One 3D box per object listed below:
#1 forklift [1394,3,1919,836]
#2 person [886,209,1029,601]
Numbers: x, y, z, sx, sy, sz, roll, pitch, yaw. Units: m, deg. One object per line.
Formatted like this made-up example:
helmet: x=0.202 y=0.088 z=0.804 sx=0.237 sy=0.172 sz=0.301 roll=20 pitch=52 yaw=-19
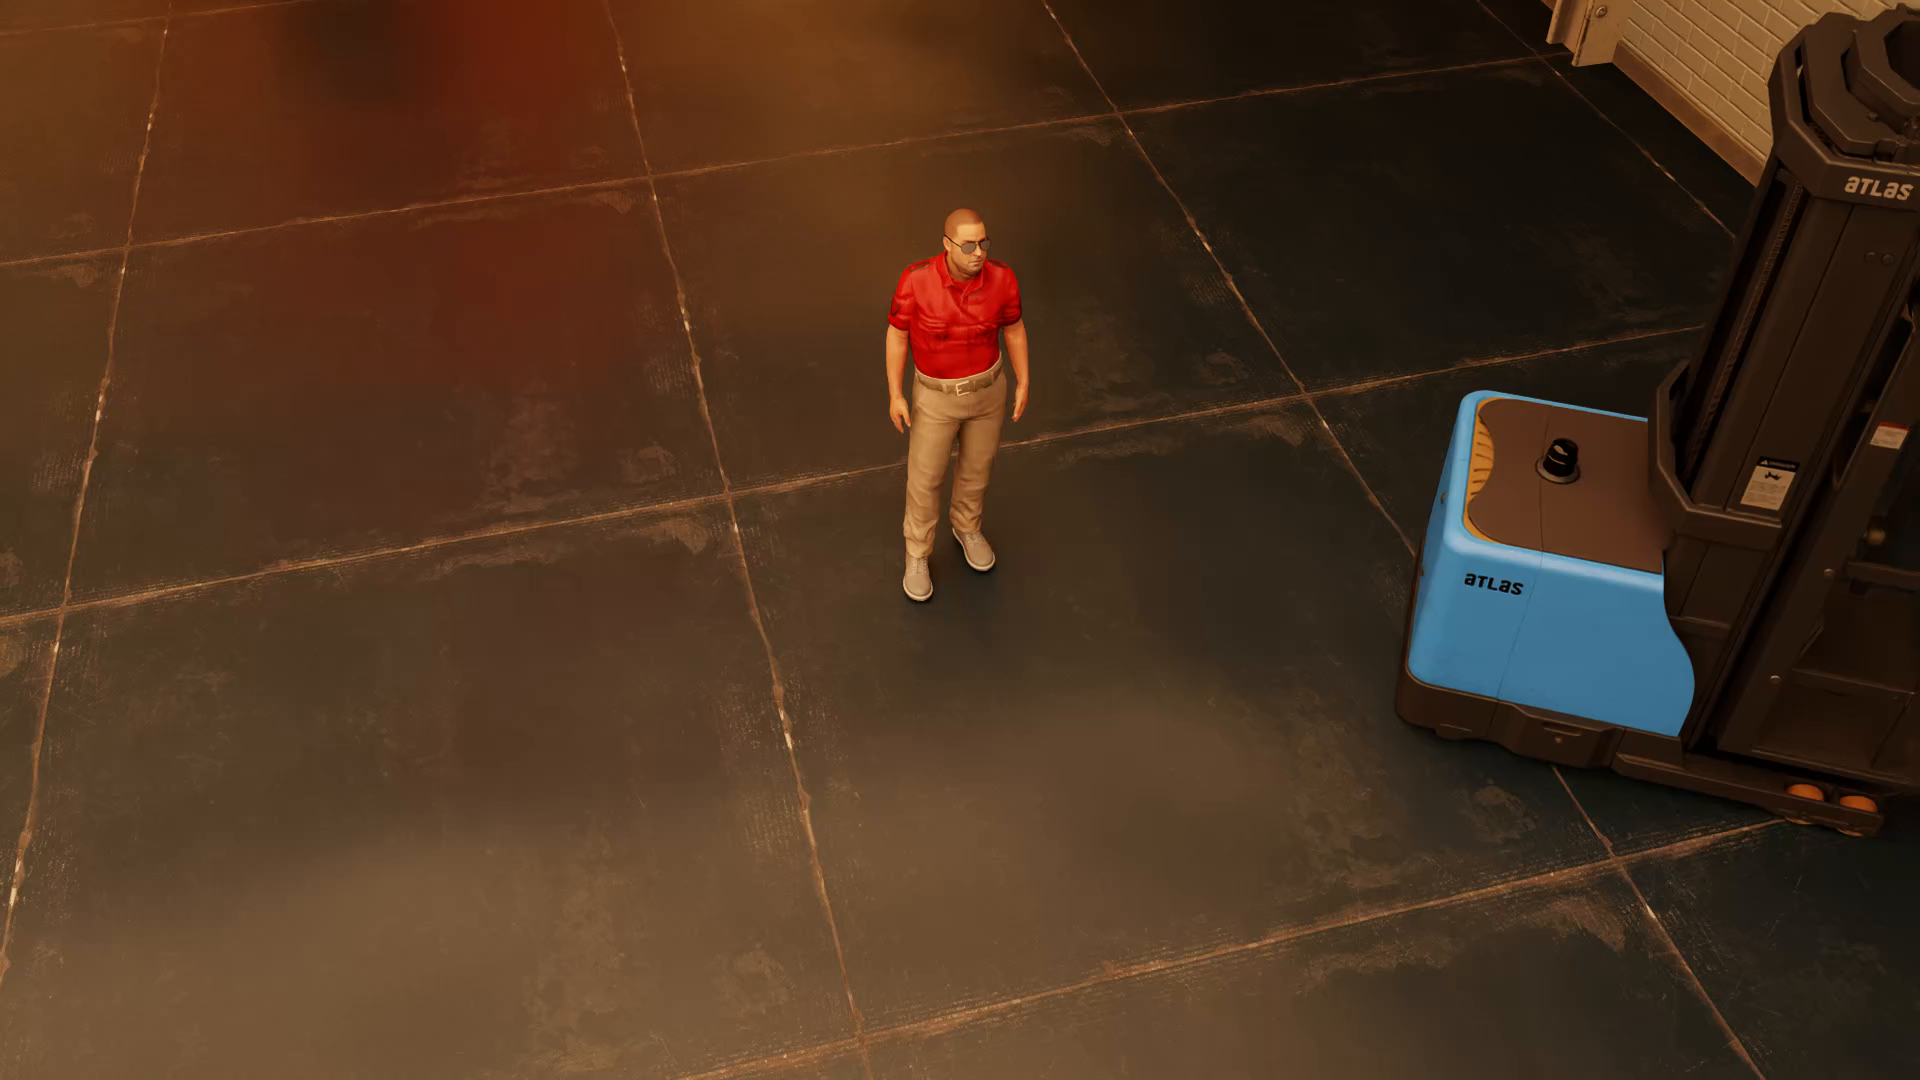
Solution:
forklift: x=3.389 y=-0.312 z=5.975 sx=3.031 sy=2.935 sz=1.130 roll=12 pitch=45 yaw=12
person: x=0.011 y=-0.571 z=7.116 sx=0.640 sy=1.727 sz=0.551 roll=-10 pitch=44 yaw=-11
